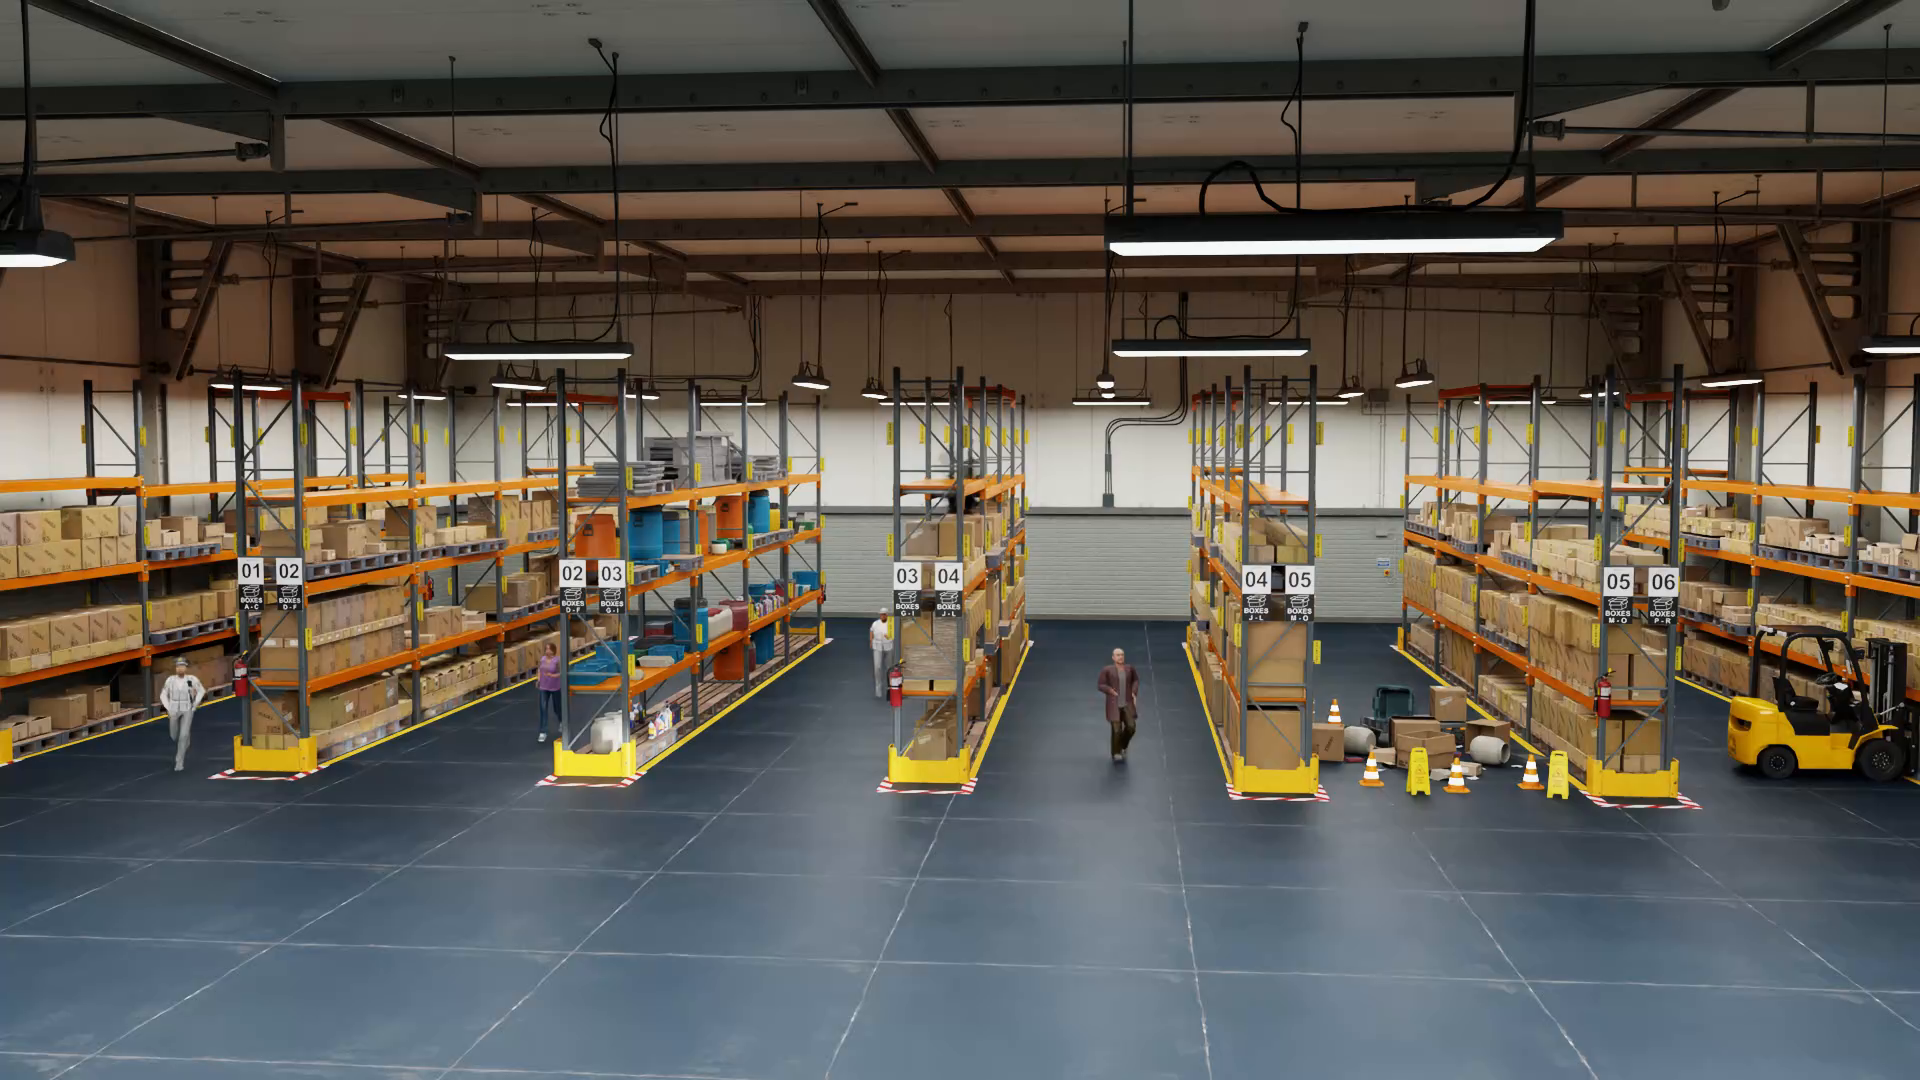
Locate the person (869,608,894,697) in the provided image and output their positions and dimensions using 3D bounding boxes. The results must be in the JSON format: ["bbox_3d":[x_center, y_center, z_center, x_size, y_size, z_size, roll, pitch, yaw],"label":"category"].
[{"bbox_3d":[-1.475,2.148,32.268,0.601,1.666,0.915,0,4,2],"label":"person"}]

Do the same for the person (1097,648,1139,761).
[{"bbox_3d":[2.472,2.539,25.494,0.697,1.741,0.639,-1,4,-10],"label":"person"}]

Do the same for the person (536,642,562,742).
[{"bbox_3d":[-6.765,2.477,27.474,0.537,1.585,0.894,0,4,5],"label":"person"}]

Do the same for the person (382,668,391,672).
[{"bbox_3d":[-12.018,1.956,34.697,0.634,1.830,0.713,0,4,-2],"label":"person"}]

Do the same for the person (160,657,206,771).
[{"bbox_3d":[-11.882,2.619,25.361,0.556,1.685,0.943,-1,4,-9],"label":"person"}]
